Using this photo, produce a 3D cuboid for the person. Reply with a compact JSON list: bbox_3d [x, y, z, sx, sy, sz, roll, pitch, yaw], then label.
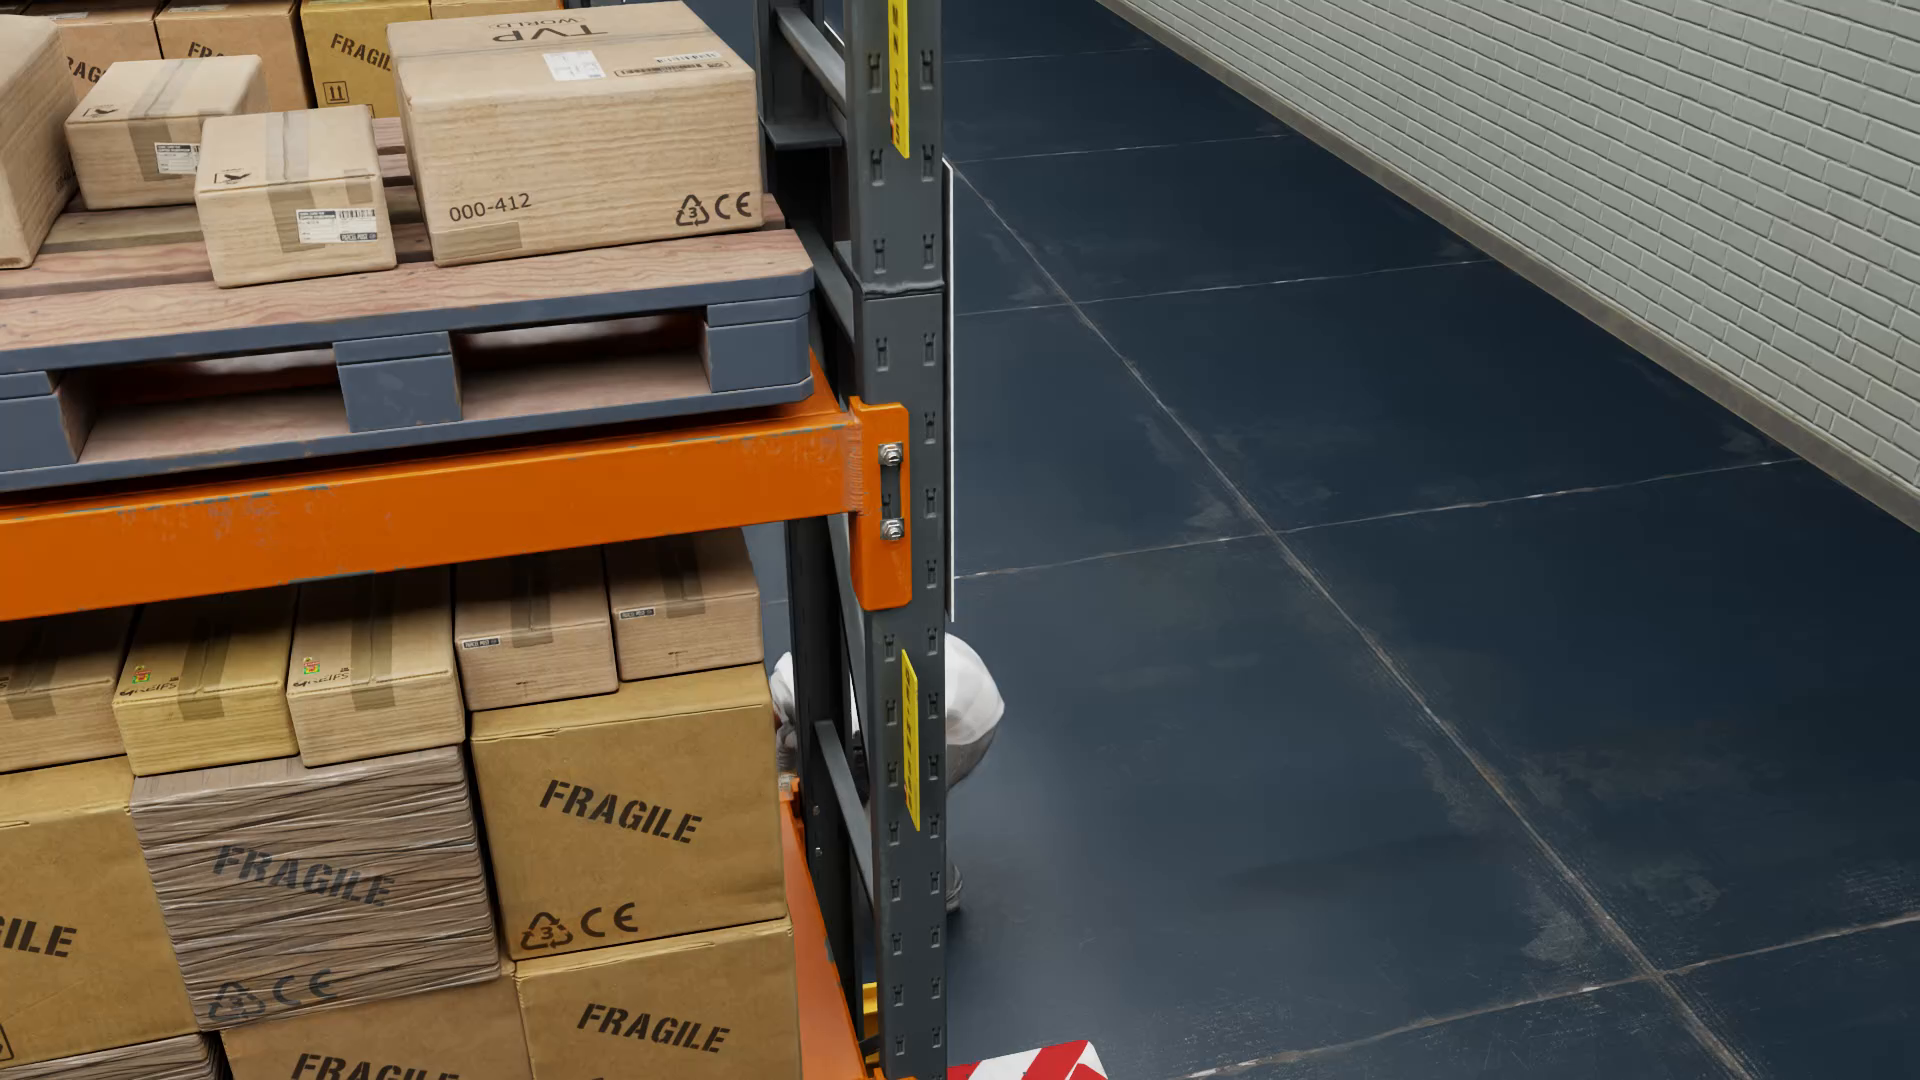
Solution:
[{"bbox_3d":[-0.360,0.788,5.478,0.999,1.036,0.512,-9,31,-16],"label":"person"}]
